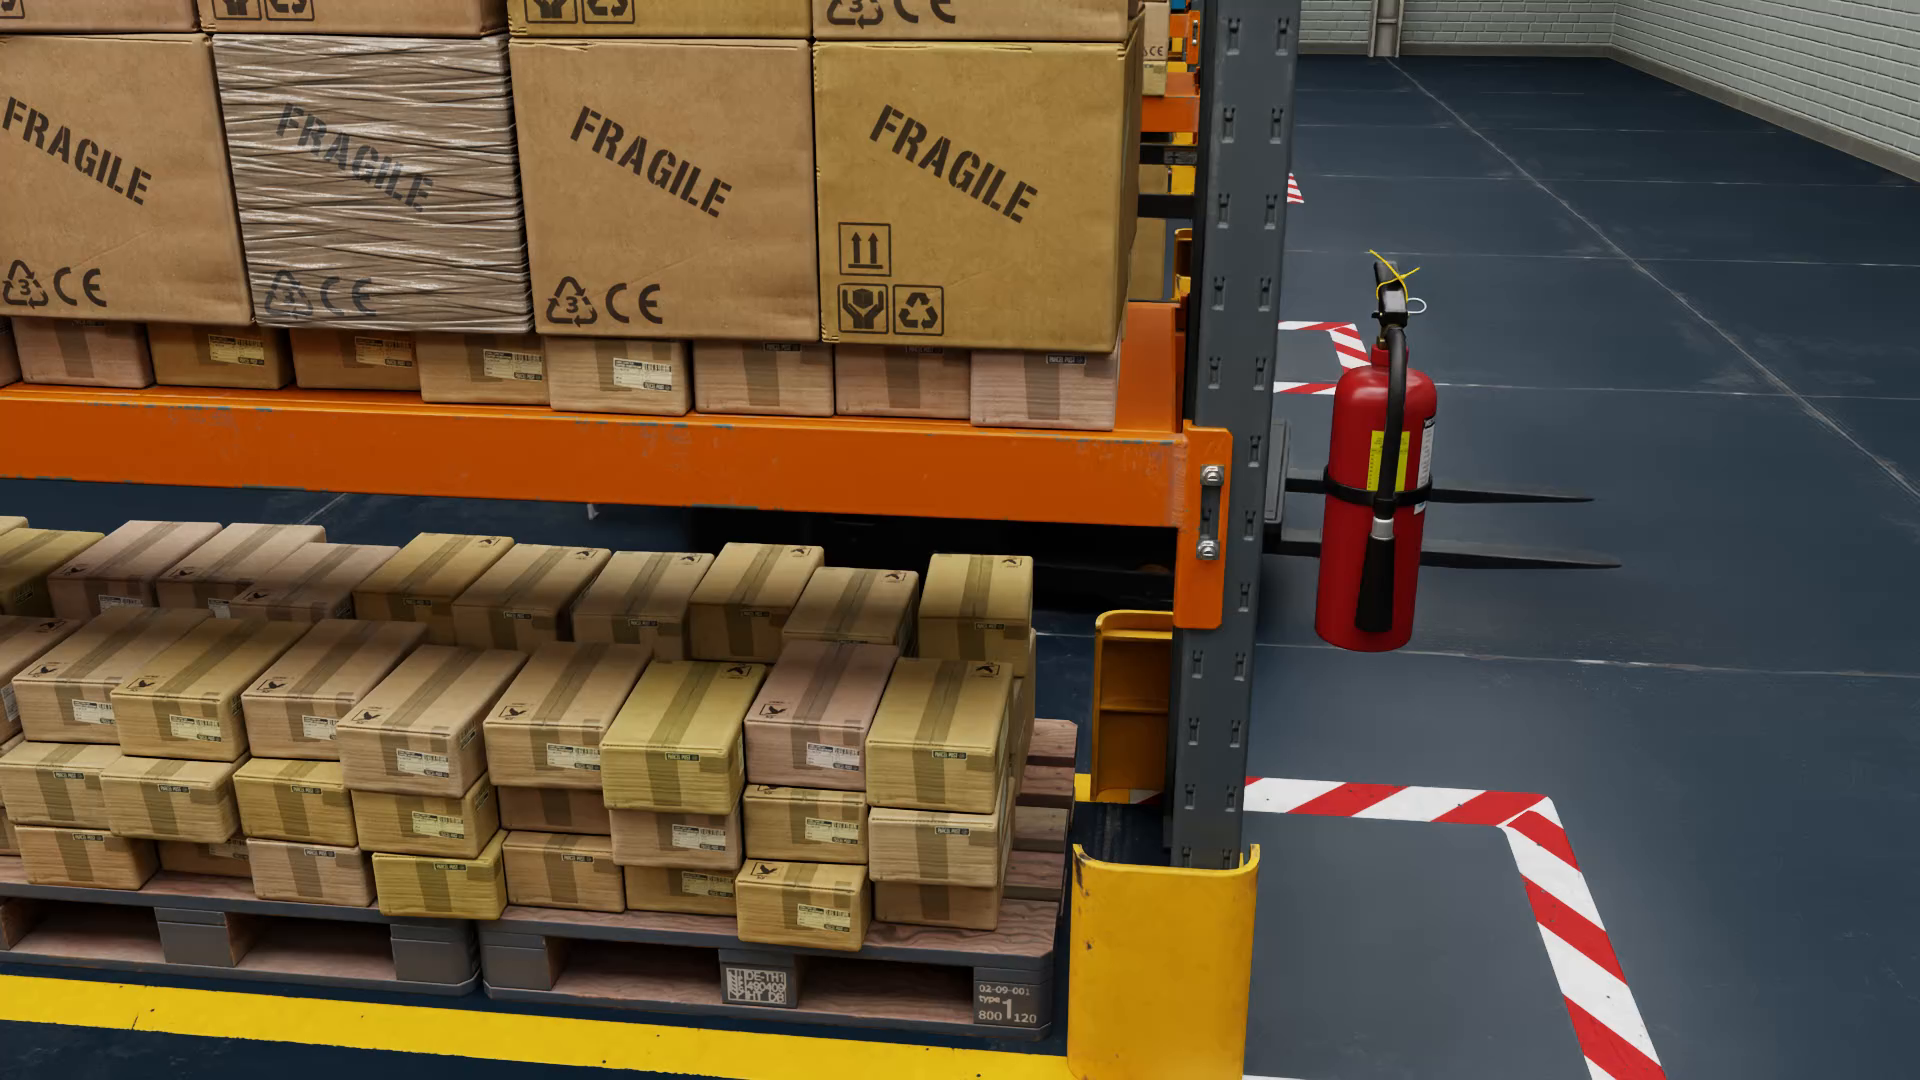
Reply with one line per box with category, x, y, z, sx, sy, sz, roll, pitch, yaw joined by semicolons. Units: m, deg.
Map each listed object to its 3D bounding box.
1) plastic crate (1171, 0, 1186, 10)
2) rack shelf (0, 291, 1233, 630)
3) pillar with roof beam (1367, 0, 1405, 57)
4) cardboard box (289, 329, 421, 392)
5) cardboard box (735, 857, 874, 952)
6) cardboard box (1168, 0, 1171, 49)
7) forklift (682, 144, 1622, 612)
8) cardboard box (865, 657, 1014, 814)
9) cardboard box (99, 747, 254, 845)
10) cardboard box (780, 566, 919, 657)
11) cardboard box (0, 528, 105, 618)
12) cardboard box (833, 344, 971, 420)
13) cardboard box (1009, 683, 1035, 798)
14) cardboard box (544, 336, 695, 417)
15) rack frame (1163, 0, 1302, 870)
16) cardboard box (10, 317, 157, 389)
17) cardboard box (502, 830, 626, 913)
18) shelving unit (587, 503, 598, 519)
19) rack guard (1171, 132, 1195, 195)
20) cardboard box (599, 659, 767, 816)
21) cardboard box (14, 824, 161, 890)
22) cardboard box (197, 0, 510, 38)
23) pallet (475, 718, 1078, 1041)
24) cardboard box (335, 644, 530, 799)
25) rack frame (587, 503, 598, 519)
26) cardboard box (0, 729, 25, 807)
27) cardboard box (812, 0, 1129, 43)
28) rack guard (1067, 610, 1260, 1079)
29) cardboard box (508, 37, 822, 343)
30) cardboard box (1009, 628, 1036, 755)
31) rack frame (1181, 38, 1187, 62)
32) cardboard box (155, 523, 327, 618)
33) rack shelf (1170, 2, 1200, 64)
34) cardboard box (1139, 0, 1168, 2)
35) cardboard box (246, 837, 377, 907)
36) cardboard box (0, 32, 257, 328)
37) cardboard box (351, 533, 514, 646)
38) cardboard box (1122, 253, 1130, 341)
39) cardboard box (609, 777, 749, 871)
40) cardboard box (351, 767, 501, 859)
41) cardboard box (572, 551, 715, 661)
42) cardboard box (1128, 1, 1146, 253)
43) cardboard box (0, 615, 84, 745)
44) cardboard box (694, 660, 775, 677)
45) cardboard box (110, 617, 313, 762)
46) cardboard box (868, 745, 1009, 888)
plastic crate;1.434;-4.140;12.202;0.499;0.435;0.616;2;22;6
rack shelf;-1.465;-0.286;3.563;4.000;0.370;1.077;2;22;6
pillar with roof beam;5.231;-9.183;16.929;0.400;9.000;9.100;2;22;6
cardboard box;-1.104;-0.416;3.255;0.250;0.149;0.380;2;22;4
cardboard box;-0.293;0.675;3.458;0.250;0.149;0.380;3;22;8
cardboard box;0.761;-2.529;8.056;0.500;0.250;0.500;2;22;5
forklift;0.633;-1.313;5.275;3.031;2.935;1.130;4;22;11
cardboard box;-0.034;0.389;3.373;0.250;0.149;0.380;3;22;7
cardboard box;-1.597;0.480;3.548;0.250;0.149;0.380;3;22;7
cardboard box;-0.247;0.205;3.839;0.250;0.149;0.380;3;22;7
cardboard box;-2.312;0.111;4.076;0.250;0.149;0.380;3;22;8
cardboard box;-0.078;-0.353;3.094;0.250;0.149;0.380;2;22;6
cardboard box;0.039;0.457;4.011;0.250;0.149;0.380;3;22;7
cardboard box;-0.585;-0.361;3.114;0.250;0.149;0.380;3;22;8
rack frame;0.521;-0.534;3.212;0.127;3.000;1.000;2;22;6
cardboard box;-1.623;-0.425;3.277;0.250;0.149;0.380;3;22;8
cardboard box;-0.792;0.627;3.582;0.250;0.149;0.380;3;22;7
shelving unit;-1.099;-0.659;5.975;0.503;1.200;0.258;4;22;11
rack guard;1.814;-2.990;12.824;0.348;0.500;1.175;2;22;6
cardboard box;-0.549;0.392;3.365;0.250;0.149;0.380;2;22;5
cardboard box;-1.834;0.597;3.655;0.250;0.149;0.380;2;22;5
cardboard box;-0.983;-1.154;2.879;0.500;0.500;0.500;4;22;9
pallet;-0.357;0.711;3.854;1.213;0.211;1.003;2;22;6
cardboard box;-1.072;0.367;3.429;0.250;0.149;0.380;3;22;8
rack frame;-1.338;-0.678;6.023;0.015;1.200;0.240;4;22;11
cardboard box;-2.082;0.426;3.684;0.250;0.149;0.380;4;22;9
cardboard box;0.038;-1.113;2.775;0.500;0.500;0.500;2;22;5
rack guard;0.446;0.625;3.679;0.348;0.500;1.175;2;22;6
cardboard box;-0.466;-0.669;3.011;0.500;0.500;0.500;2;22;5
cardboard box;0.031;0.341;3.898;0.250;0.149;0.380;3;22;9
rack frame;2.375;-5.958;16.929;0.127;3.000;1.000;2;22;6
cardboard box;-1.763;0.096;4.113;0.250;0.149;0.380;2;22;4
rack shelf;-0.198;-3.901;12.706;4.000;0.370;1.077;2;22;6
cardboard box;0.691;-2.683;7.427;0.500;0.500;0.500;3;22;7
cardboard box;-1.322;0.619;3.600;0.250;0.149;0.380;3;22;7
cardboard box;-1.465;-0.713;3.122;0.500;0.500;0.500;4;22;9
cardboard box;-1.268;0.123;4.046;0.250;0.149;0.380;3;22;7
cardboard box;0.238;-0.551;3.596;0.250;0.149;0.380;2;22;6
cardboard box;-0.553;0.517;3.453;0.250;0.149;0.380;2;22;4
cardboard box;-1.068;0.500;3.498;0.250;0.149;0.380;3;22;7
cardboard box;-0.738;0.167;3.936;0.250;0.149;0.380;1;22;4
cardboard box;0.108;-0.839;3.443;0.500;0.500;0.500;4;22;9
cardboard box;-2.105;0.307;3.580;0.250;0.149;0.380;3;22;7
cardboard box;-0.487;0.331;3.925;0.250;0.149;0.380;3;22;7
cardboard box;-1.584;0.314;3.563;0.250;0.149;0.380;3;22;7
cardboard box;-0.036;0.539;3.398;0.250;0.149;0.380;2;22;5
